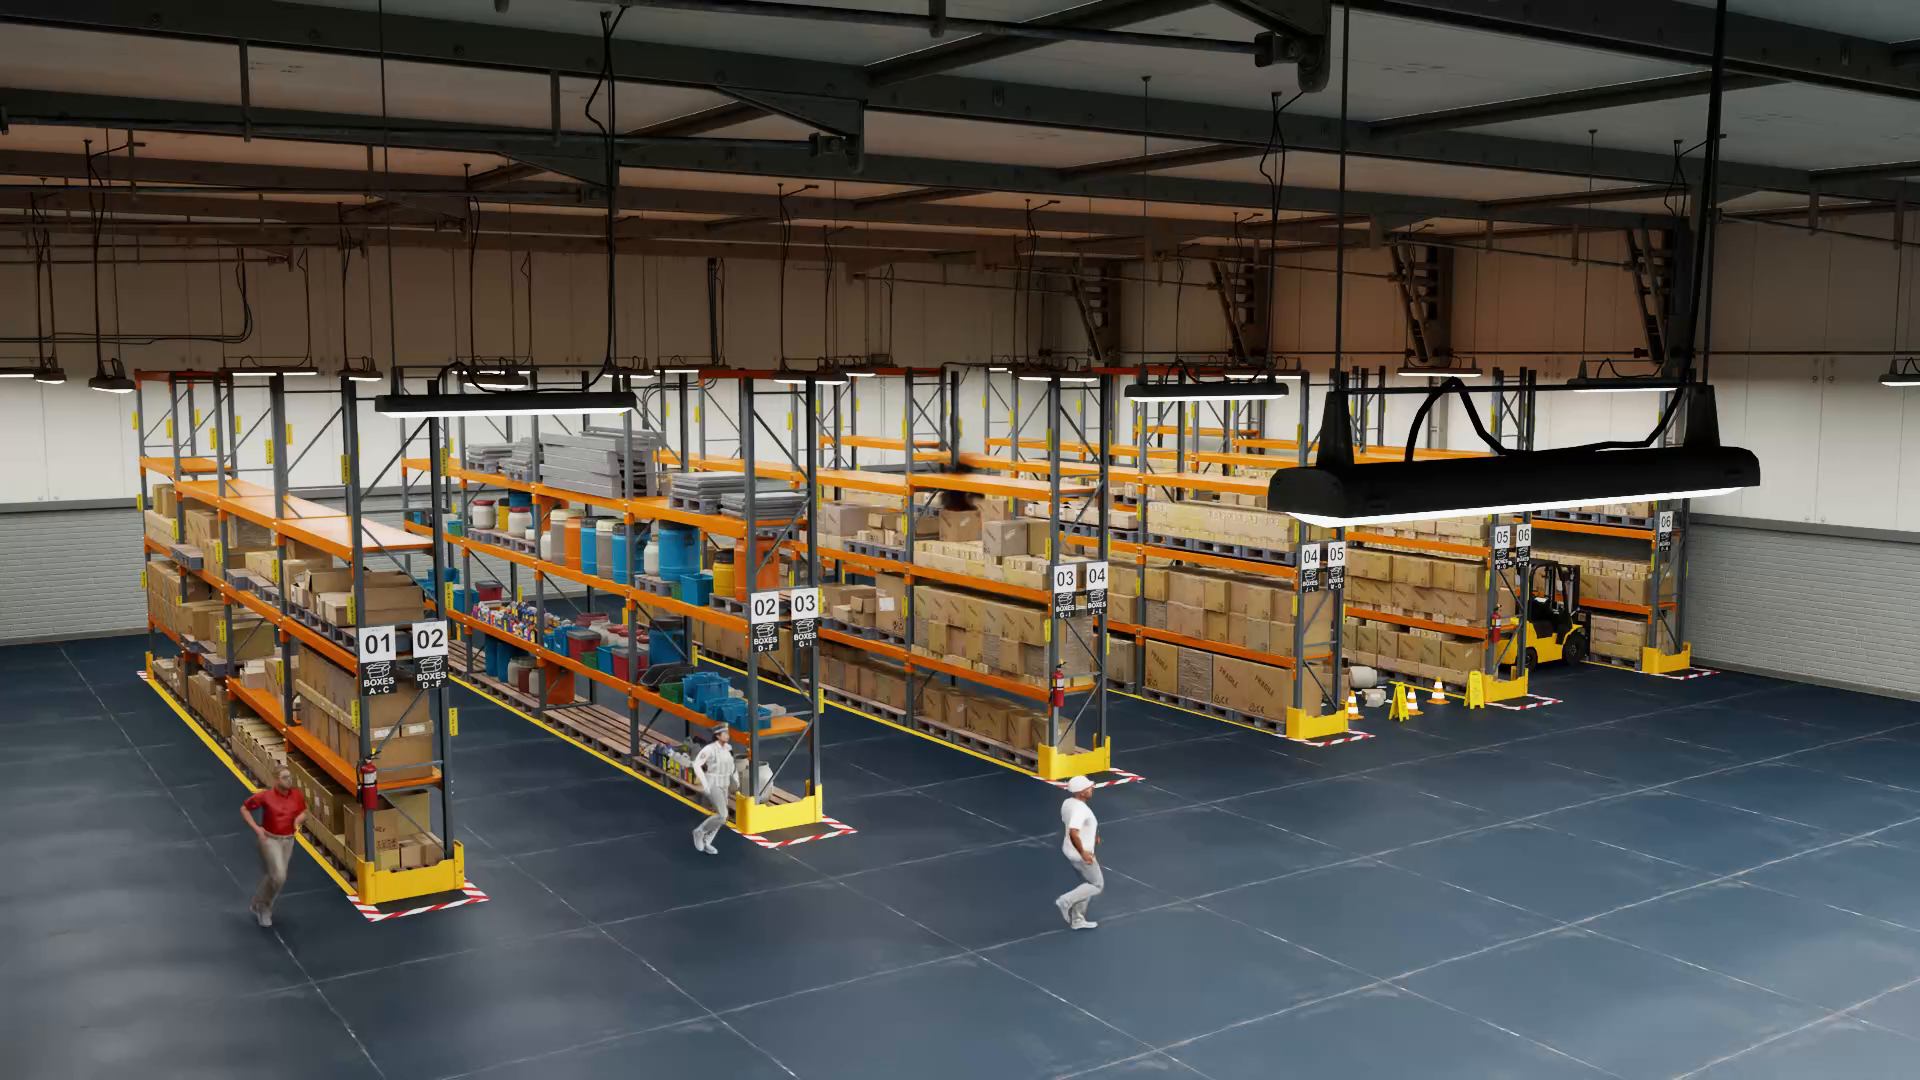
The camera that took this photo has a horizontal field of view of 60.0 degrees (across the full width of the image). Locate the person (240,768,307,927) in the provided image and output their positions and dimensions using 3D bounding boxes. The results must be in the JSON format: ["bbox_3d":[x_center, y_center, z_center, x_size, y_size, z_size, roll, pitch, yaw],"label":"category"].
[{"bbox_3d":[-7.618,3.417,18.596,0.674,1.771,0.651,3,7,28],"label":"person"}]

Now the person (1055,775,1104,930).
[{"bbox_3d":[1.309,3.433,18.236,0.598,1.725,0.720,-1,7,-13],"label":"person"}]

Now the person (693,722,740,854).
[{"bbox_3d":[-3.051,3.136,21.141,0.501,1.636,0.647,4,7,30],"label":"person"}]
